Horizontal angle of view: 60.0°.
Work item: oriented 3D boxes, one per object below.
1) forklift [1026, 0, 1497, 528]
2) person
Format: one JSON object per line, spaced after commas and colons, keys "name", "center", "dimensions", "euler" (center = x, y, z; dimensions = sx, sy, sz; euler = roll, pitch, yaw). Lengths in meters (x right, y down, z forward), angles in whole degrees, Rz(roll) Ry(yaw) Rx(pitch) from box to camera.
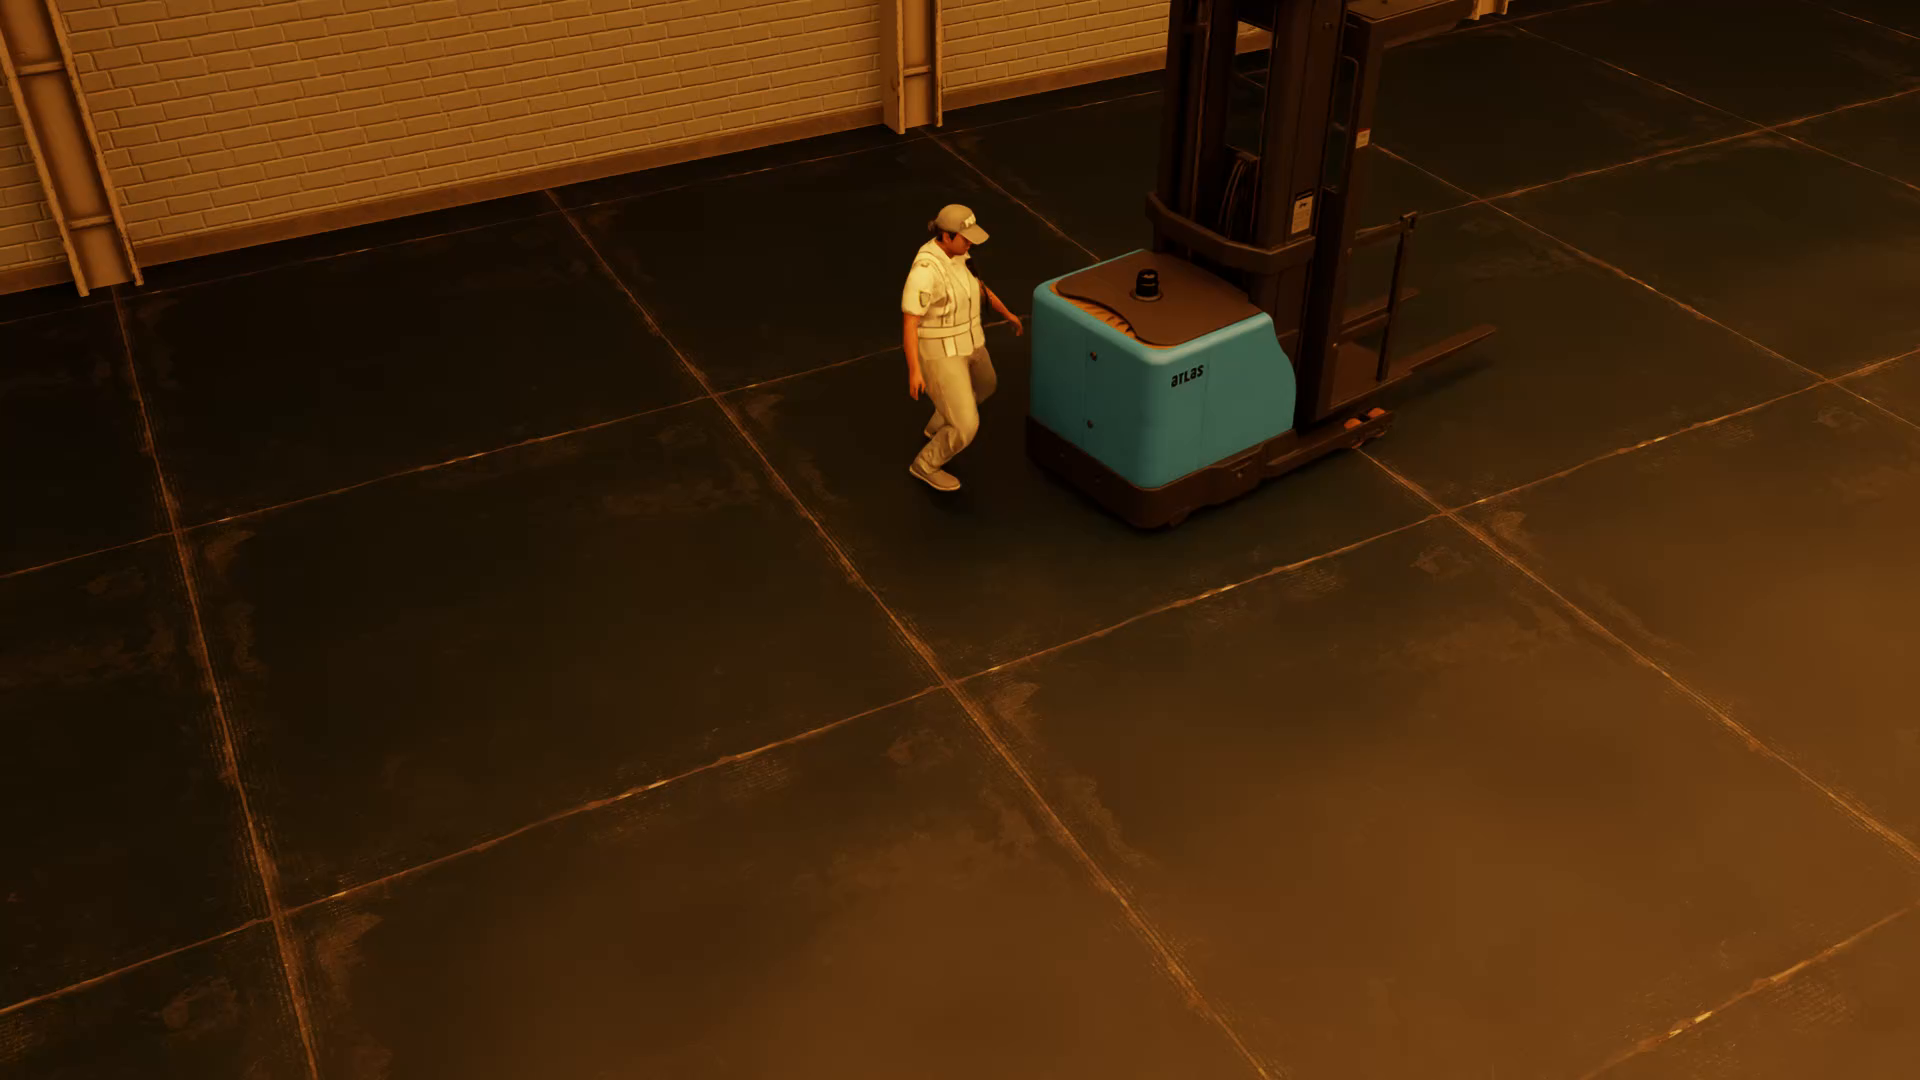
{"name": "forklift", "center": [1.852, -1.937, 8.863], "dimensions": [3.031, 2.935, 1.130], "euler": [-23, 41, -29]}
{"name": "person", "center": [-0.028, -1.030, 8.807], "dimensions": [0.622, 1.559, 0.878], "euler": [19, 39, 24]}
